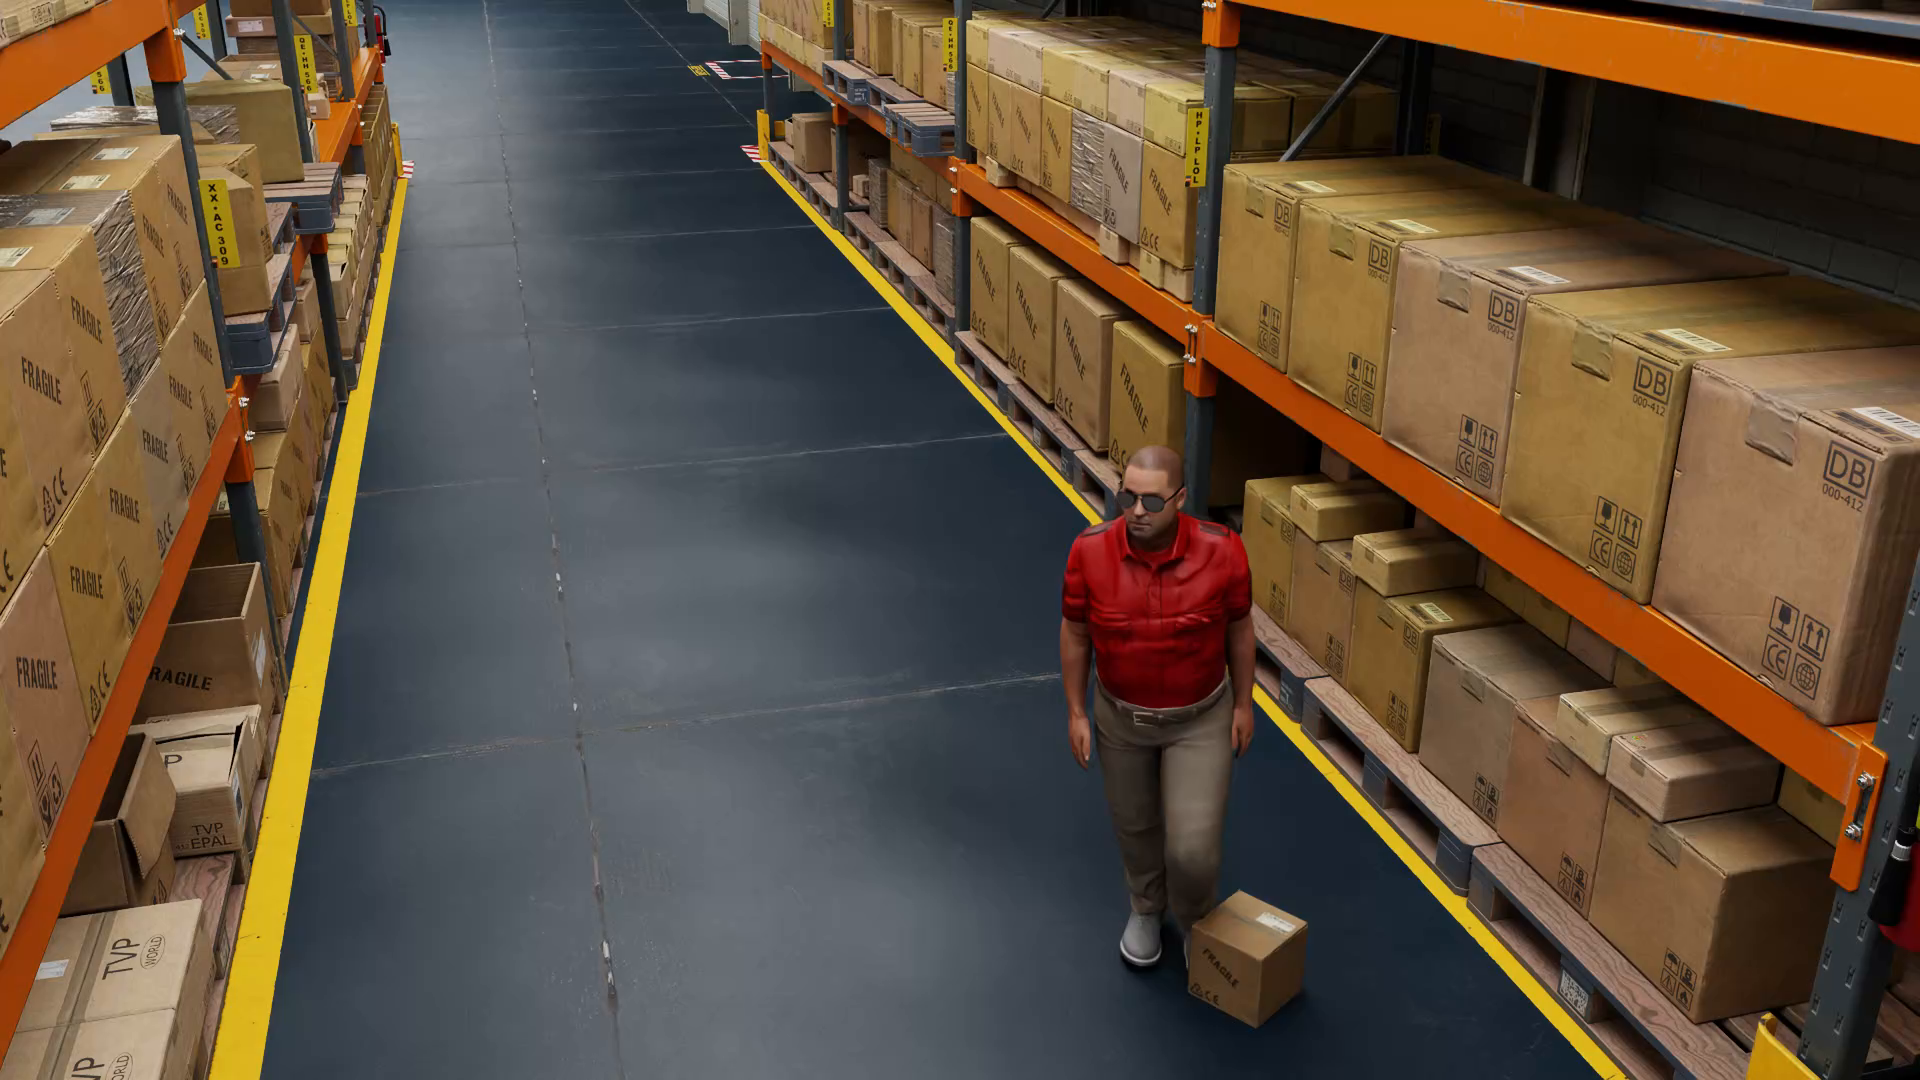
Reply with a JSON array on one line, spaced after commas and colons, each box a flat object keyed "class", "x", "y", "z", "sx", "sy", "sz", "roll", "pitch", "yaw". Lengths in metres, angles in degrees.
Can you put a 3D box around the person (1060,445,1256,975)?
[{"class": "person", "x": 0.568, "y": 0.514, "z": 4.855, "sx": 0.565, "sy": 1.714, "sz": 0.520, "roll": 7, "pitch": 24, "yaw": 16}]
